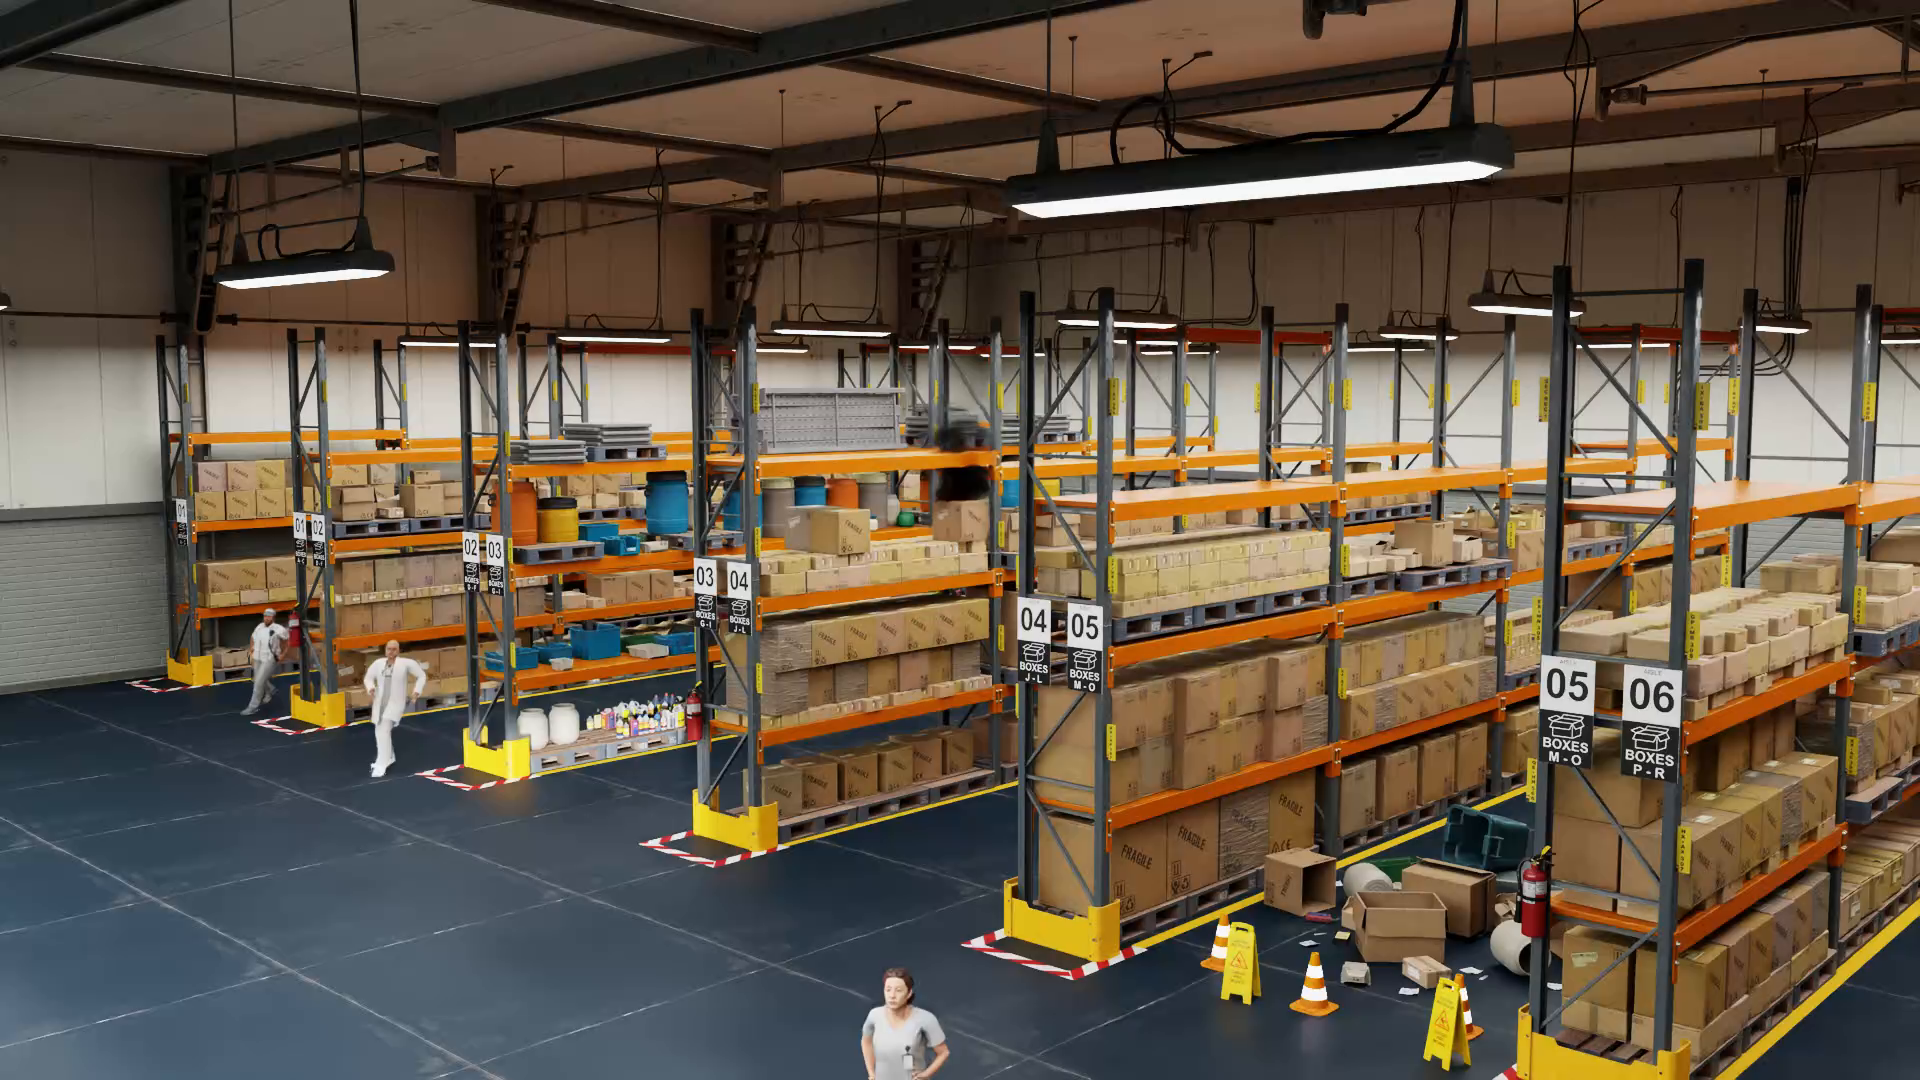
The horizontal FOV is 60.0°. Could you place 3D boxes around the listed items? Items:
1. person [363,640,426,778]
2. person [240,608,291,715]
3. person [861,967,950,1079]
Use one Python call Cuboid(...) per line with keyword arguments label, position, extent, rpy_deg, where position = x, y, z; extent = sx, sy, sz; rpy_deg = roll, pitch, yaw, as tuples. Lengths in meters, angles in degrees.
Cuboid(label="person", position=(-7.534, 2.227, 22.060), extent=(0.765, 1.813, 0.685), rpy_deg=(1, 5, 8))
Cuboid(label="person", position=(-10.920, 1.888, 26.209), extent=(0.684, 1.632, 0.910), rpy_deg=(2, 6, 16))
Cuboid(label="person", position=(-0.339, 3.397, 10.094), extent=(0.561, 1.673, 0.851), rpy_deg=(1, 5, 5))
